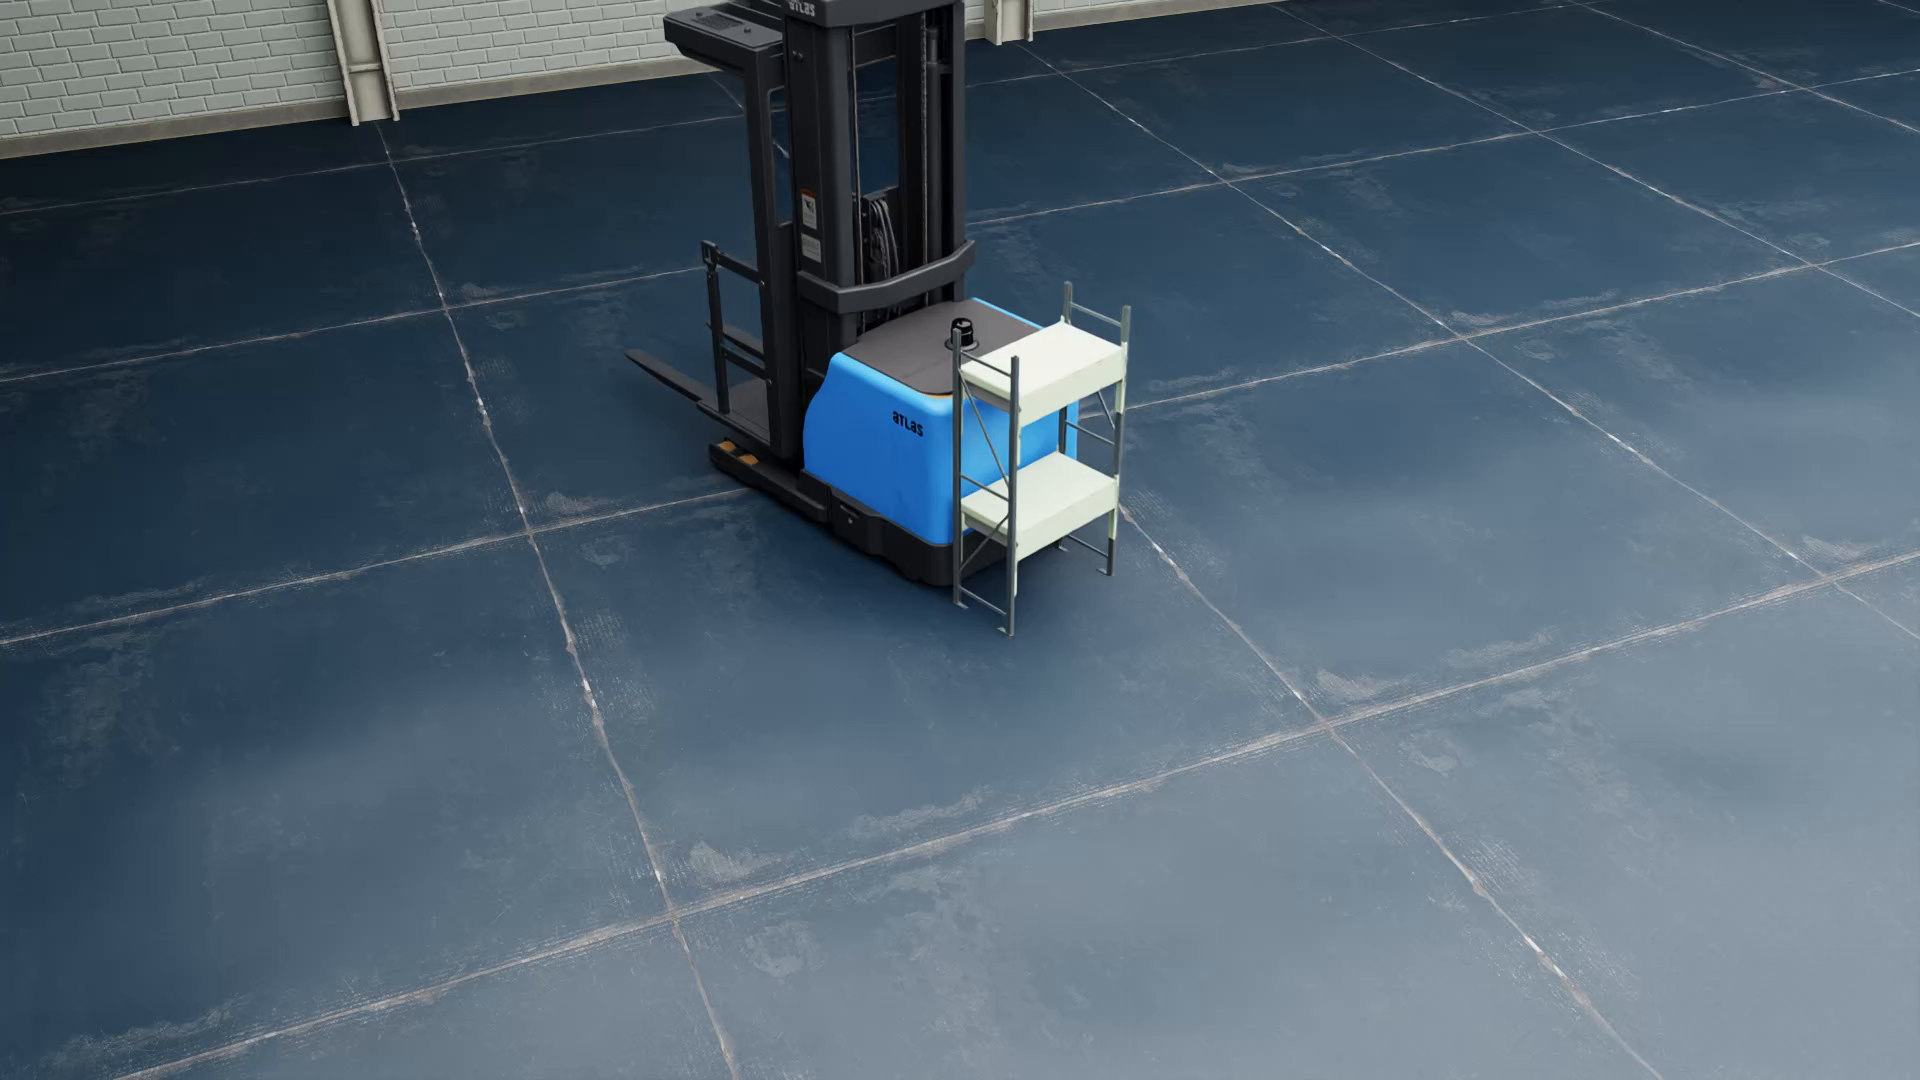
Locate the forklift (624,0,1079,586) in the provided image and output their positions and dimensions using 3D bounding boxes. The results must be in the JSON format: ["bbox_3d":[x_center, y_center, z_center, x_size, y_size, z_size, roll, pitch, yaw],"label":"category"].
[{"bbox_3d":[-0.758,-1.711,8.692,1.130,2.935,3.031,-27,42,-35],"label":"forklift"}]

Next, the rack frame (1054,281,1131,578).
[{"bbox_3d":[0.640,-0.518,8.171,0.023,1.500,0.400,-28,42,-36],"label":"rack frame"}]

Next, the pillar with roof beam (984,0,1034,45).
[{"bbox_3d":[2.141,-6.523,10.523,0.400,9.000,9.100,-13,35,-19],"label":"pillar with roof beam"}]

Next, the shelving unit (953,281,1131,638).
[{"bbox_3d":[0.377,-0.379,7.958,0.755,1.500,0.431,-28,42,-36],"label":"shelving unit"}]

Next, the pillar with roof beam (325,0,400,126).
[{"bbox_3d":[-3.391,-5.256,8.577,0.400,9.000,9.100,-13,35,-19],"label":"pillar with roof beam"}]

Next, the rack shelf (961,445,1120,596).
[{"bbox_3d":[0.377,-0.106,8.135,0.720,0.370,0.431,-28,42,-36],"label":"rack shelf"}]

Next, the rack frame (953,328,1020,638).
[{"bbox_3d":[0.113,-0.240,7.744,0.023,1.500,0.400,-28,42,-36],"label":"rack frame"}]

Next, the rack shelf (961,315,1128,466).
[{"bbox_3d":[0.377,-0.706,7.745,0.720,0.370,0.431,-28,42,-36],"label":"rack shelf"}]
